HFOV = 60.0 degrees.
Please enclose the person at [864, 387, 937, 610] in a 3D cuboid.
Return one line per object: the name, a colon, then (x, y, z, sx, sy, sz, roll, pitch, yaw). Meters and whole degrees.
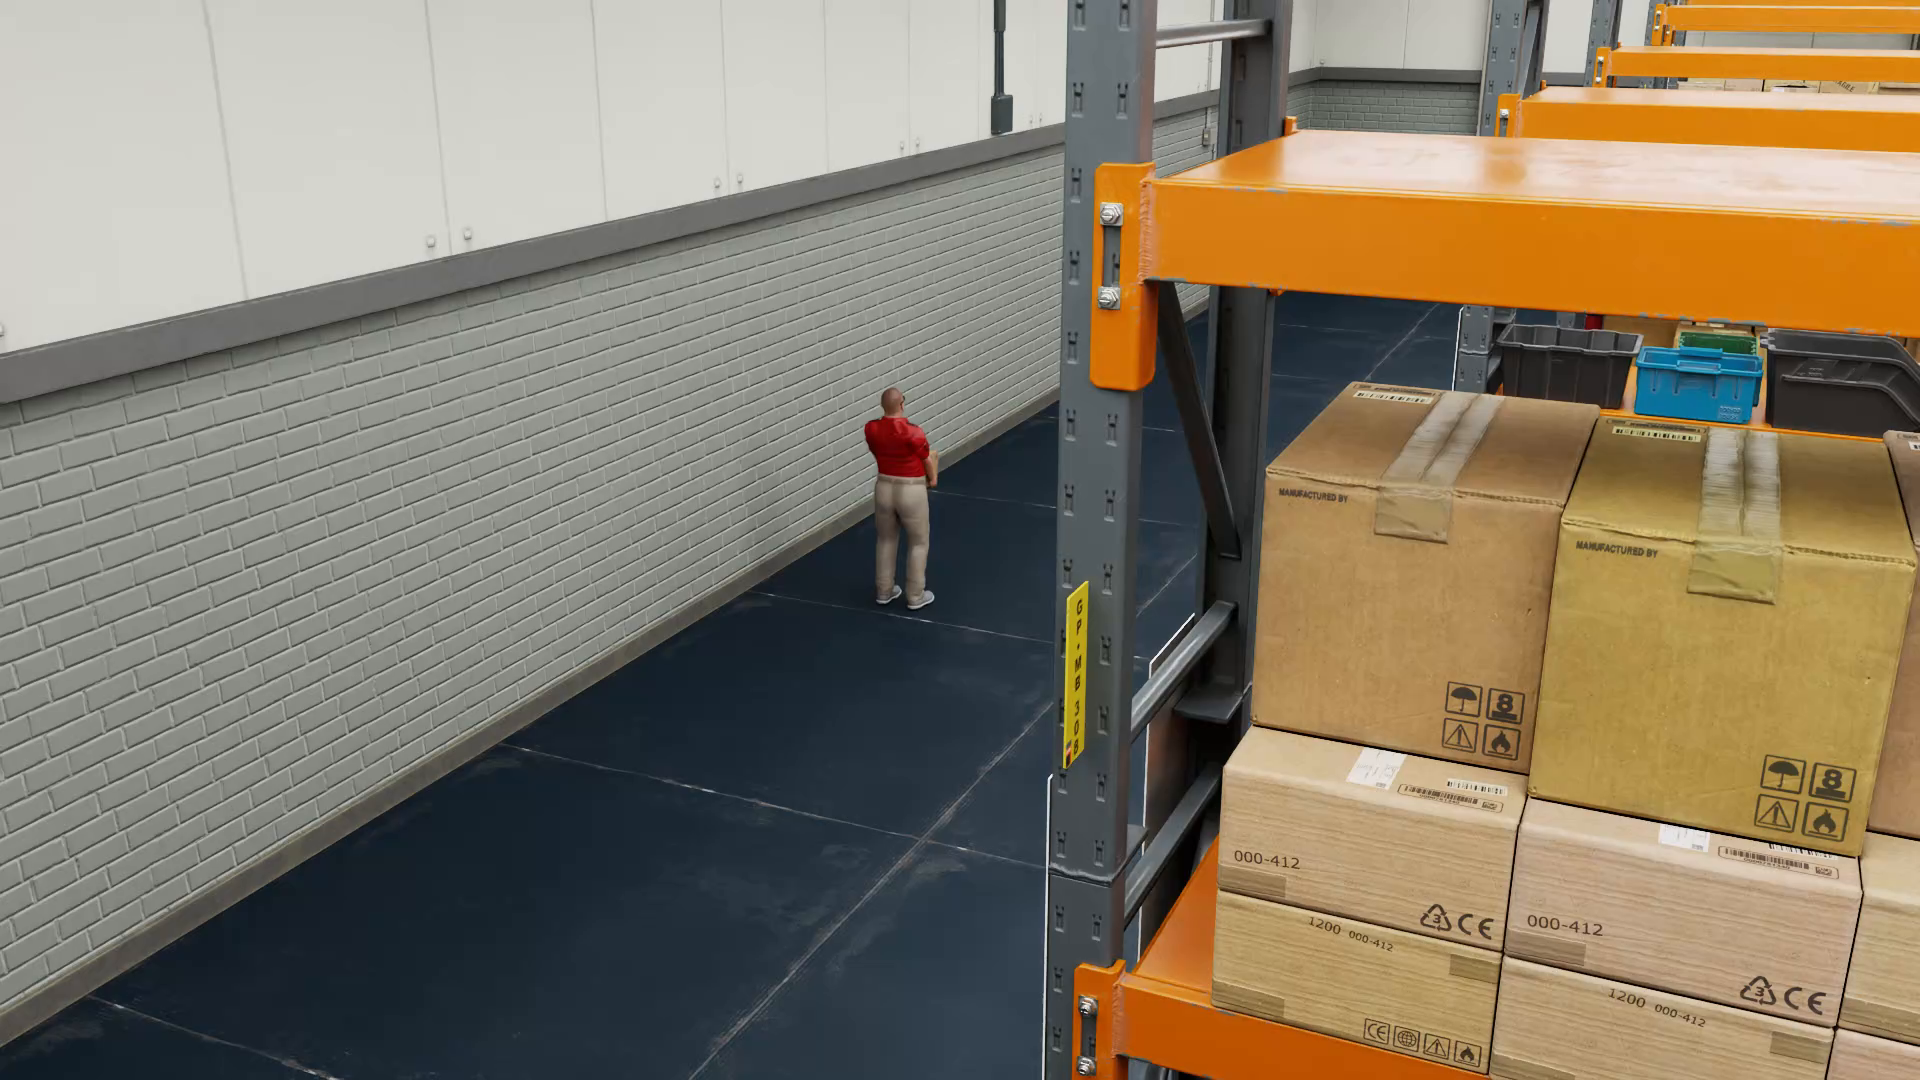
person: (-0.422, -0.354, 12.639, 0.494, 1.713, 0.536, 8, 21, 23)
